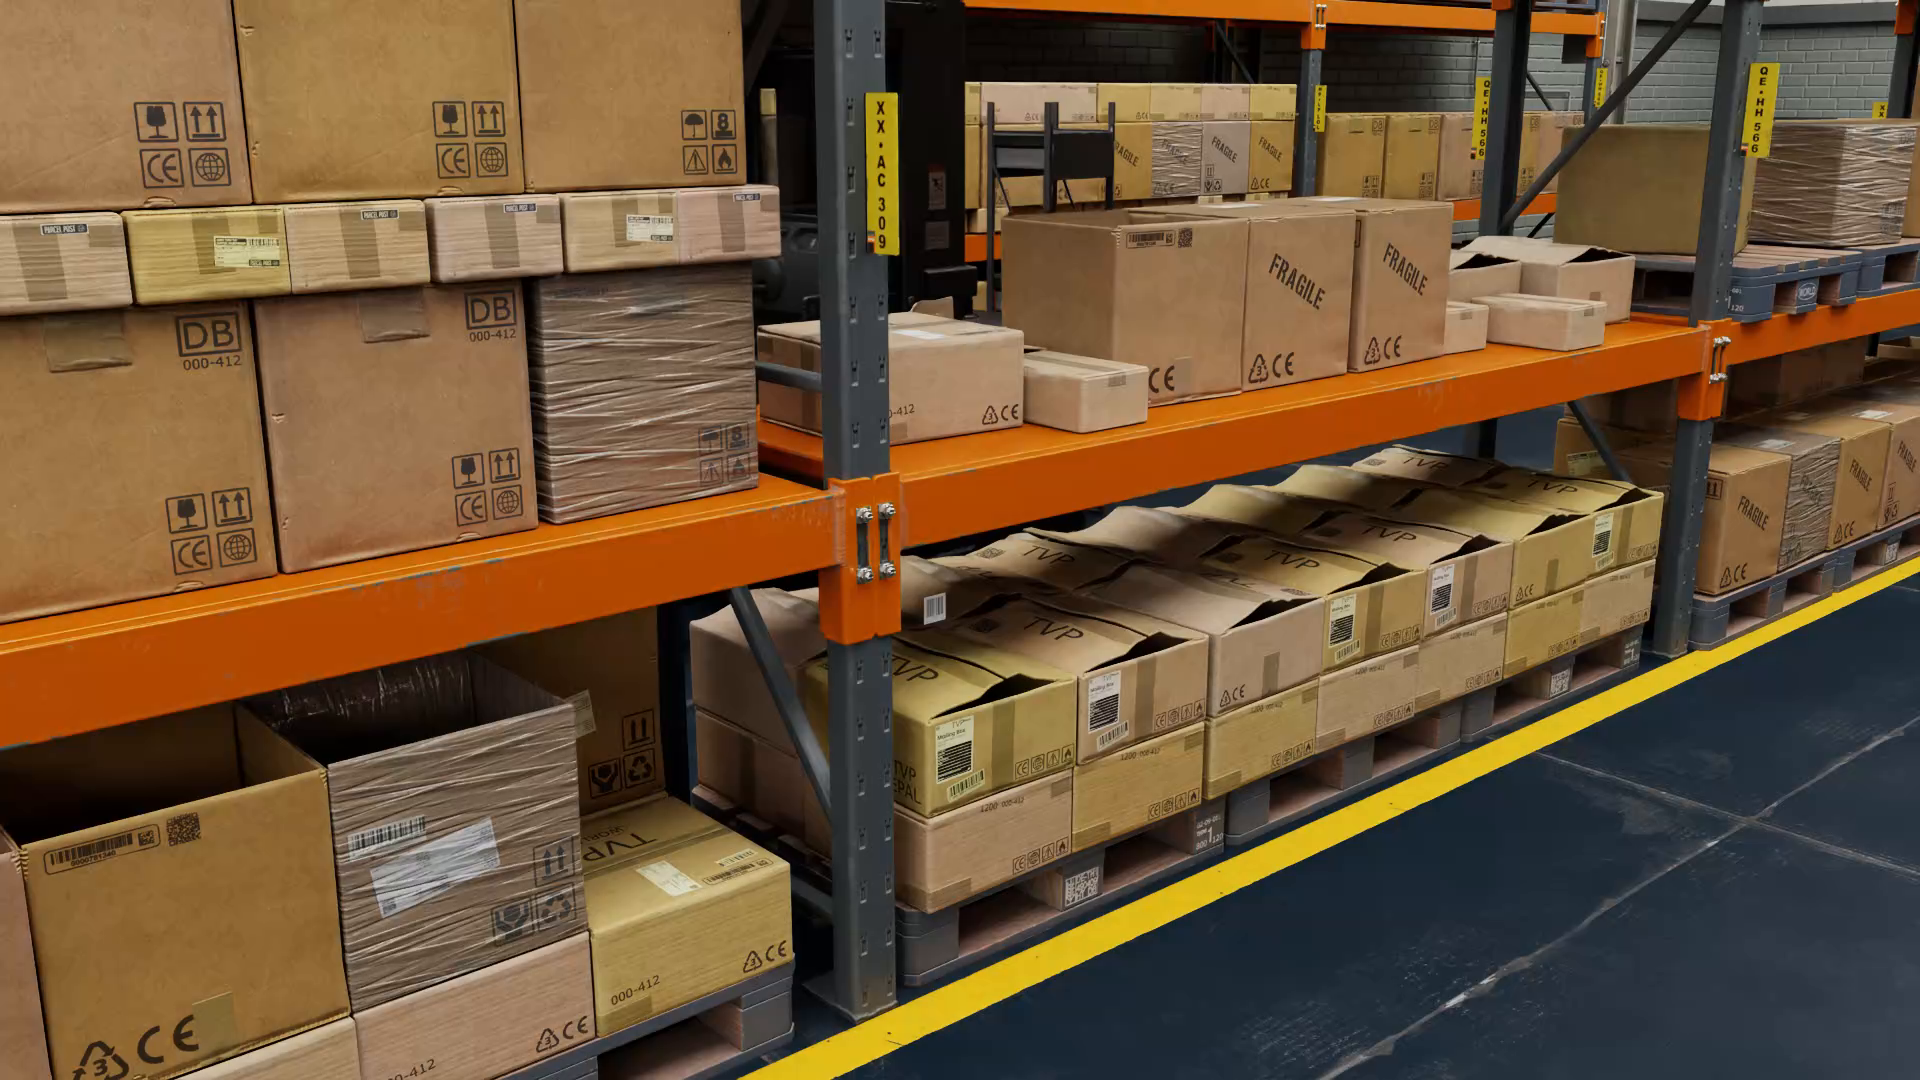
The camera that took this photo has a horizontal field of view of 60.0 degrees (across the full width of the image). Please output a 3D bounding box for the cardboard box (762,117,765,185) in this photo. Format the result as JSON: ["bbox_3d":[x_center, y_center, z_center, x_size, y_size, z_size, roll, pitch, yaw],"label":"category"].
[{"bbox_3d":[-1.515,-2.127,9.354,0.700,0.500,0.500,14,20,42],"label":"cardboard box"}]

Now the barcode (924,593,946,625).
[{"bbox_3d":[-0.060,0.163,3.958,0.075,0.075,0.001,-13,19,-39],"label":"barcode"}]

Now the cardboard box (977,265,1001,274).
[{"bbox_3d":[0.543,-1.458,11.248,0.750,0.750,0.750,-13,20,-40],"label":"cardboard box"}]

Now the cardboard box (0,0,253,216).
[{"bbox_3d":[-1.615,-0.834,2.853,0.500,0.500,0.700,-13,20,-39],"label":"cardboard box"}]

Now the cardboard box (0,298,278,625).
[{"bbox_3d":[-1.631,-0.203,3.004,0.500,0.500,0.700,-12,19,-39],"label":"cardboard box"}]

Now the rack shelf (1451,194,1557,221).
[{"bbox_3d":[3.764,-2.716,14.001,4.000,0.370,1.077,-13,19,-39],"label":"rack shelf"}]

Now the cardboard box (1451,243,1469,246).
[{"bbox_3d":[4.391,-2.547,14.747,0.250,0.149,0.380,-13,19,-39],"label":"cardboard box"}]

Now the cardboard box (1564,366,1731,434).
[{"bbox_3d":[3.083,-0.665,7.467,0.500,0.250,0.500,-12,19,-37],"label":"cardboard box"}]

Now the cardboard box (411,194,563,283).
[{"bbox_3d":[-0.974,-0.594,3.209,0.250,0.149,0.380,-13,20,-41],"label":"cardboard box"}]

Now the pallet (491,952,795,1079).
[{"bbox_3d":[-1.153,1.068,3.844,1.213,0.211,1.003,-13,19,-39],"label":"pallet"}]

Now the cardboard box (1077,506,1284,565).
[{"bbox_3d":[0.740,0.066,5.617,0.500,0.311,0.500,-13,20,-40],"label":"cardboard box"}]

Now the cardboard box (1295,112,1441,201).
[{"bbox_3d":[3.229,-3.081,13.392,0.700,0.700,0.980,-13,20,-41],"label":"cardboard box"}]

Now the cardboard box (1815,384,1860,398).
[{"bbox_3d":[4.207,-0.556,8.510,0.500,0.500,0.500,-12,19,-39],"label":"cardboard box"}]

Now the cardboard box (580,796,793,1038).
[{"bbox_3d":[-0.732,0.841,3.805,0.500,0.250,0.500,-13,19,-39],"label":"cardboard box"}]

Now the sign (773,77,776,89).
[{"bbox_3d":[-1.130,-2.714,10.356,0.005,0.325,0.100,-13,19,-39],"label":"sign"}]

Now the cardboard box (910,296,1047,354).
[{"bbox_3d":[0.017,-0.526,4.667,0.258,0.266,0.396,-13,20,-41],"label":"cardboard box"}]

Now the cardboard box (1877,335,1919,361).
[{"bbox_3d":[5.753,-0.918,9.865,0.500,0.500,0.500,-13,19,-39],"label":"cardboard box"}]

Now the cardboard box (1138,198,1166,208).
[{"bbox_3d":[1.198,-2.294,11.475,0.250,0.149,0.380,-13,20,-41],"label":"cardboard box"}]

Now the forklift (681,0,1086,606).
[{"bbox_3d":[-0.757,-1.208,7.091,1.130,2.935,3.031,14,20,41],"label":"forklift"}]

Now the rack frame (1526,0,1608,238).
[{"bbox_3d":[5.272,-3.403,15.176,0.127,3.000,1.000,-13,19,-39],"label":"rack frame"}]

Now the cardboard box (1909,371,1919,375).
[{"bbox_3d":[5.325,-0.627,8.776,0.500,0.500,0.500,-13,20,-40],"label":"cardboard box"}]

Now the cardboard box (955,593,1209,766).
[{"bbox_3d":[0.331,0.343,4.580,0.500,0.311,0.500,-13,20,-40],"label":"cardboard box"}]

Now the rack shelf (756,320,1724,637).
[{"bbox_3d":[0.983,-0.397,5.319,4.000,0.370,1.077,-13,19,-39],"label":"rack shelf"}]

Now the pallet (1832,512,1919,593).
[{"bbox_3d":[4.000,-0.061,8.070,1.213,0.211,1.003,-13,19,-39],"label":"pallet"}]

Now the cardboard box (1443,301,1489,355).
[{"bbox_3d":[1.567,-0.735,5.677,0.250,0.149,0.380,-11,18,-35],"label":"cardboard box"}]

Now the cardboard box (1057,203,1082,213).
[{"bbox_3d":[0.590,-2.170,11.009,0.250,0.149,0.380,-12,19,-39],"label":"cardboard box"}]

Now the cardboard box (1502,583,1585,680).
[{"bbox_3d":[1.869,0.266,5.954,0.500,0.250,0.500,-13,20,-40],"label":"cardboard box"}]

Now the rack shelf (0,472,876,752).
[{"bbox_3d":[-2.034,0.280,2.782,4.000,0.370,1.077,-13,19,-39],"label":"rack shelf"}]

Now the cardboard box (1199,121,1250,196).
[{"bbox_3d":[1.694,-2.711,11.778,0.500,0.500,0.500,-12,19,-39],"label":"cardboard box"}]

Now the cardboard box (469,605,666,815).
[{"bbox_3d":[-1.081,0.375,4.096,0.500,0.500,0.500,-13,19,-39],"label":"cardboard box"}]

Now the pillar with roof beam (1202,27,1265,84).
[{"bbox_3d":[5.041,-5.072,9.802,0.400,9.000,9.100,-13,19,-39],"label":"pillar with roof beam"}]

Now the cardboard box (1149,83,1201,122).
[{"bbox_3d":[1.294,-2.989,11.366,0.500,0.250,0.500,-12,19,-38],"label":"cardboard box"}]

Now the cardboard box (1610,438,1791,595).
[{"bbox_3d":[3.023,-0.110,6.841,0.500,0.500,0.500,-12,19,-37],"label":"cardboard box"}]

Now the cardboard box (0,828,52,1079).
[{"bbox_3d":[-1.859,0.734,2.752,0.500,0.500,0.500,-13,19,-39],"label":"cardboard box"}]

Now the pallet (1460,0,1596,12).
[{"bbox_3d":[4.720,-4.681,14.323,1.213,0.211,1.003,-13,19,-39],"label":"pallet"}]

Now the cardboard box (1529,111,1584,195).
[{"bbox_3d":[4.894,-3.459,14.807,0.700,0.700,0.980,-12,19,-37],"label":"cardboard box"}]

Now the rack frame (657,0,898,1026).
[{"bbox_3d":[-0.526,-0.406,3.958,0.127,3.000,1.000,-13,19,-39],"label":"rack frame"}]

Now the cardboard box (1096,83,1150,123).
[{"bbox_3d":[0.910,-2.903,11.042,0.500,0.250,0.500,-13,20,-40],"label":"cardboard box"}]

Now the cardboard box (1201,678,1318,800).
[{"bbox_3d":[0.717,0.525,4.988,0.500,0.250,0.500,-13,20,-41],"label":"cardboard box"}]

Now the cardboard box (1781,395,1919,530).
[{"bbox_3d":[4.186,-0.373,7.826,0.500,0.500,0.500,-14,20,-41],"label":"cardboard box"}]

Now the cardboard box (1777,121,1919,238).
[{"bbox_3d":[4.217,-1.701,7.799,0.700,0.500,0.500,10,18,33],"label":"cardboard box"}]

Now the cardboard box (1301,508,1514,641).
[{"bbox_3d":[1.488,0.082,5.559,0.500,0.311,0.500,-13,20,-40],"label":"cardboard box"}]

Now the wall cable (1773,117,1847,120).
[{"bbox_3d":[9.774,-5.689,18.129,0.112,2.526,3.097,-13,19,-39],"label":"wall cable"}]

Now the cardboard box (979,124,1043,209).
[{"bbox_3d":[0.173,-2.369,10.496,0.500,0.500,0.500,-12,19,-38],"label":"cardboard box"}]

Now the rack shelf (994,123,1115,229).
[{"bbox_3d":[0.453,-1.804,8.275,0.431,0.518,0.480,14,20,41],"label":"rack shelf"}]

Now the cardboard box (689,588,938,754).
[{"bbox_3d":[-0.408,0.324,4.652,0.500,0.311,0.500,-13,19,-39],"label":"cardboard box"}]

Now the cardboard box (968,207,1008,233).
[{"bbox_3d":[0.089,-2.016,10.433,0.250,0.149,0.380,-12,19,-38],"label":"cardboard box"}]

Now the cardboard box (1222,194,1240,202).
[{"bbox_3d":[1.786,-2.419,11.940,0.250,0.149,0.380,-12,19,-38],"label":"cardboard box"}]

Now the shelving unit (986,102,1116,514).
[{"bbox_3d":[0.453,-1.141,8.452,0.431,2.100,0.503,14,20,41],"label":"shelving unit"}]

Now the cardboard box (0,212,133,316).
[{"bbox_3d":[-1.549,-0.465,2.729,0.250,0.149,0.380,-12,19,-38],"label":"cardboard box"}]

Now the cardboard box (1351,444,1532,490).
[{"bbox_3d":[1.904,-0.198,6.605,0.500,0.311,0.500,-12,19,-38],"label":"cardboard box"}]
